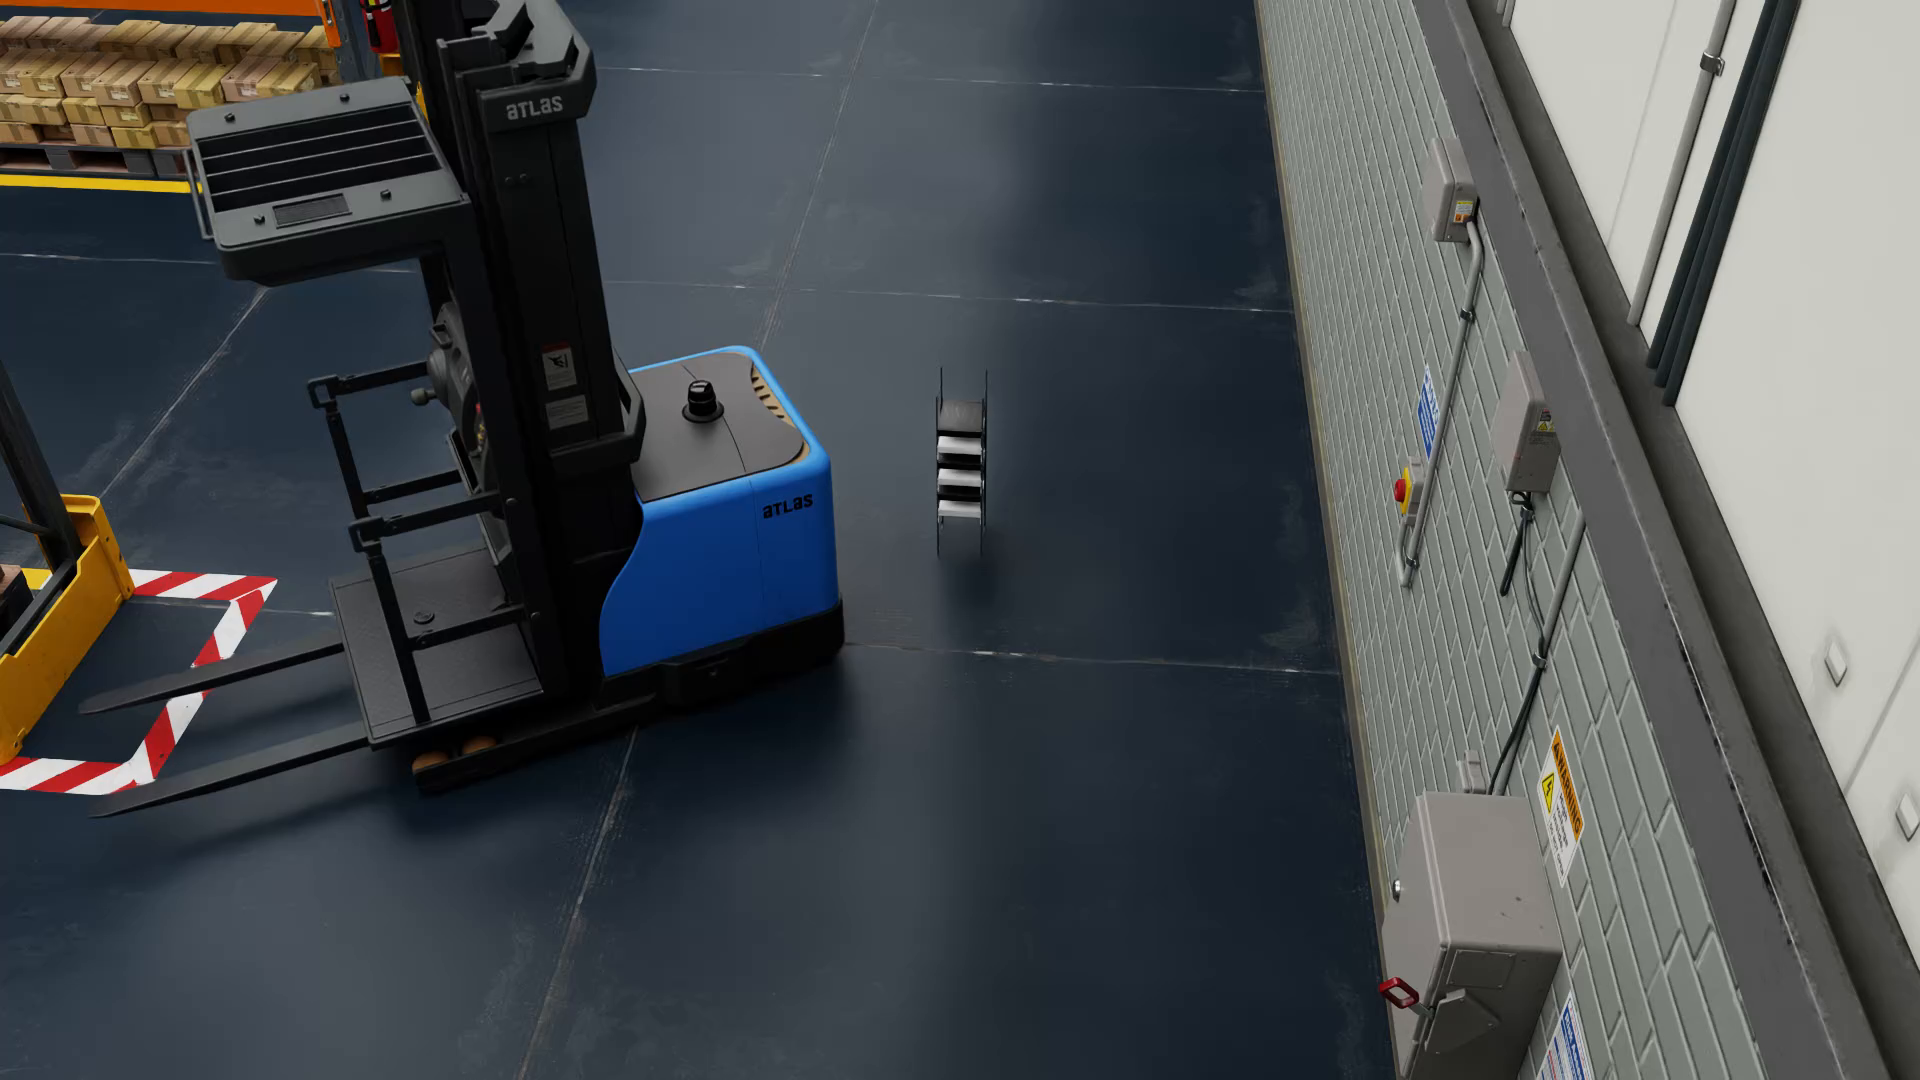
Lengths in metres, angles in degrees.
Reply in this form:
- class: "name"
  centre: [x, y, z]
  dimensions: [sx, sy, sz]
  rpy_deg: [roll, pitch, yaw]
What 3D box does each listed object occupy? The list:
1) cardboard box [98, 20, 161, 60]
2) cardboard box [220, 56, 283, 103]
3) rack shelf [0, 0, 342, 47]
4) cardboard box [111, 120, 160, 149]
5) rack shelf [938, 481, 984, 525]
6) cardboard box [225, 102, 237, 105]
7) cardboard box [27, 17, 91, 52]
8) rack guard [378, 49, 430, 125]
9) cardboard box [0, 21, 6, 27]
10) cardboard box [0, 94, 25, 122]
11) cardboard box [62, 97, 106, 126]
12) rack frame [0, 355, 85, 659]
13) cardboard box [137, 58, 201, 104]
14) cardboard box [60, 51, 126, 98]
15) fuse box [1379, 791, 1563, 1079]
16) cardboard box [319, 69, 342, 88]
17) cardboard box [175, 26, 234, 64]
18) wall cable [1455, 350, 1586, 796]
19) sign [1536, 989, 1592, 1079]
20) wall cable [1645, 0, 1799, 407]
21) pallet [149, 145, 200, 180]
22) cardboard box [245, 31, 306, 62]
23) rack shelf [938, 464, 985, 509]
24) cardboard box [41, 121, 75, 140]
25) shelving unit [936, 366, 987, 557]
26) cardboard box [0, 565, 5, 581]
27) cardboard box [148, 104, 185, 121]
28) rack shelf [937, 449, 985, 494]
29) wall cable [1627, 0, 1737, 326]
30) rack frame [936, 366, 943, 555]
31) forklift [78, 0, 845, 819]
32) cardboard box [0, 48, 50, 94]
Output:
- class: "cardboard box"
  centre: [-5.509, -3.318, 11.075]
  dimensions: [0.250, 0.149, 0.380]
  rpy_deg: [4, 39, 5]
- class: "cardboard box"
  centre: [-4.498, -2.936, 10.605]
  dimensions: [0.250, 0.149, 0.380]
  rpy_deg: [4, 39, 5]
- class: "rack shelf"
  centre: [-5.696, -3.558, 10.486]
  dimensions: [4.000, 0.370, 1.077]
  rpy_deg: [3, 39, 4]
- class: "cardboard box"
  centre: [-5.273, -2.682, 10.765]
  dimensions: [0.250, 0.149, 0.380]
  rpy_deg: [1, 39, 2]
- class: "rack shelf"
  centre: [0.008, -0.183, 7.771]
  dimensions: [0.200, 0.077, 0.258]
  rpy_deg: [3, 39, 4]
- class: "cardboard box"
  centre: [-4.509, -2.798, 10.672]
  dimensions: [0.250, 0.149, 0.380]
  rpy_deg: [2, 39, 3]
- class: "cardboard box"
  centre: [-6.006, -3.354, 11.119]
  dimensions: [0.250, 0.149, 0.380]
  rpy_deg: [2, 39, 2]
- class: "rack guard"
  centre: [-3.779, -2.763, 10.919]
  dimensions: [0.348, 0.500, 1.175]
  rpy_deg: [3, 39, 4]
- class: "cardboard box"
  centre: [-6.553, -3.317, 11.074]
  dimensions: [0.250, 0.149, 0.380]
  rpy_deg: [4, 39, 5]
- class: "cardboard box"
  centre: [-6.062, -2.850, 10.736]
  dimensions: [0.250, 0.149, 0.380]
  rpy_deg: [3, 39, 3]
- class: "cardboard box"
  centre: [-5.542, -2.823, 10.703]
  dimensions: [0.250, 0.149, 0.380]
  rpy_deg: [5, 39, 6]
- class: "rack frame"
  centre: [-4.030, -0.610, 6.293]
  dimensions: [0.127, 3.000, 1.000]
  rpy_deg: [3, 39, 4]
- class: "cardboard box"
  centre: [-5.019, -2.924, 10.591]
  dimensions: [0.250, 0.149, 0.380]
  rpy_deg: [2, 39, 2]
- class: "cardboard box"
  centre: [-5.545, -2.987, 10.669]
  dimensions: [0.250, 0.149, 0.380]
  rpy_deg: [2, 39, 2]
- class: "fuse box"
  centre: [1.264, 1.496, 4.727]
  dimensions: [0.414, 1.711, 0.539]
  rpy_deg: [3, 39, 4]
- class: "cardboard box"
  centre: [-4.203, -3.091, 11.032]
  dimensions: [0.250, 0.149, 0.380]
  rpy_deg: [5, 39, 6]
- class: "cardboard box"
  centre: [-4.975, -3.254, 10.996]
  dimensions: [0.250, 0.149, 0.380]
  rpy_deg: [1, 39, 2]
- class: "wall cable"
  centre: [1.479, 0.181, 4.517]
  dimensions: [0.122, 1.984, 0.588]
  rpy_deg: [3, 39, 4]
- class: "sign"
  centre: [1.427, 1.355, 3.955]
  dimensions: [0.001, 0.494, 0.329]
  rpy_deg: [3, 39, 4]
- class: "wall cable"
  centre: [1.316, -0.595, 1.494]
  dimensions: [0.133, 3.039, 2.988]
  rpy_deg: [3, 39, 4]
- class: "pallet"
  centre: [-4.585, -2.718, 11.092]
  dimensions: [1.213, 0.211, 1.003]
  rpy_deg: [3, 39, 4]
- class: "cardboard box"
  centre: [-4.481, -3.198, 10.928]
  dimensions: [0.250, 0.149, 0.380]
  rpy_deg: [4, 39, 5]
- class: "rack shelf"
  centre: [0.008, -0.253, 7.714]
  dimensions: [0.200, 0.077, 0.258]
  rpy_deg: [3, 39, 4]
- class: "cardboard box"
  centre: [-5.789, -2.770, 10.873]
  dimensions: [0.250, 0.149, 0.380]
  rpy_deg: [4, 39, 5]
- class: "shelving unit"
  centre: [0.008, -0.349, 7.636]
  dimensions: [0.210, 0.900, 0.258]
  rpy_deg: [3, 39, 4]
- class: "cardboard box"
  centre: [-4.696, 0.248, 6.937]
  dimensions: [0.875, 0.438, 0.875]
  rpy_deg: [2, 39, 2]
- class: "cardboard box"
  centre: [-5.030, -2.857, 10.744]
  dimensions: [0.250, 0.149, 0.380]
  rpy_deg: [3, 39, 3]
- class: "rack shelf"
  centre: [0.008, -0.323, 7.657]
  dimensions: [0.200, 0.077, 0.258]
  rpy_deg: [3, 39, 4]
- class: "wall cable"
  centre: [1.594, -2.331, 3.656]
  dimensions: [0.029, 3.000, 2.355]
  rpy_deg: [3, 39, 4]
- class: "rack frame"
  centre: [-0.093, -0.354, 7.643]
  dimensions: [0.006, 0.900, 0.240]
  rpy_deg: [3, 39, 4]
- class: "forklift"
  centre: [-2.064, -0.509, 6.224]
  dimensions: [3.031, 2.935, 1.130]
  rpy_deg: [-16, 42, -19]
- class: "cardboard box"
  centre: [-6.050, -3.022, 10.711]
  dimensions: [0.250, 0.149, 0.380]
  rpy_deg: [2, 39, 2]
